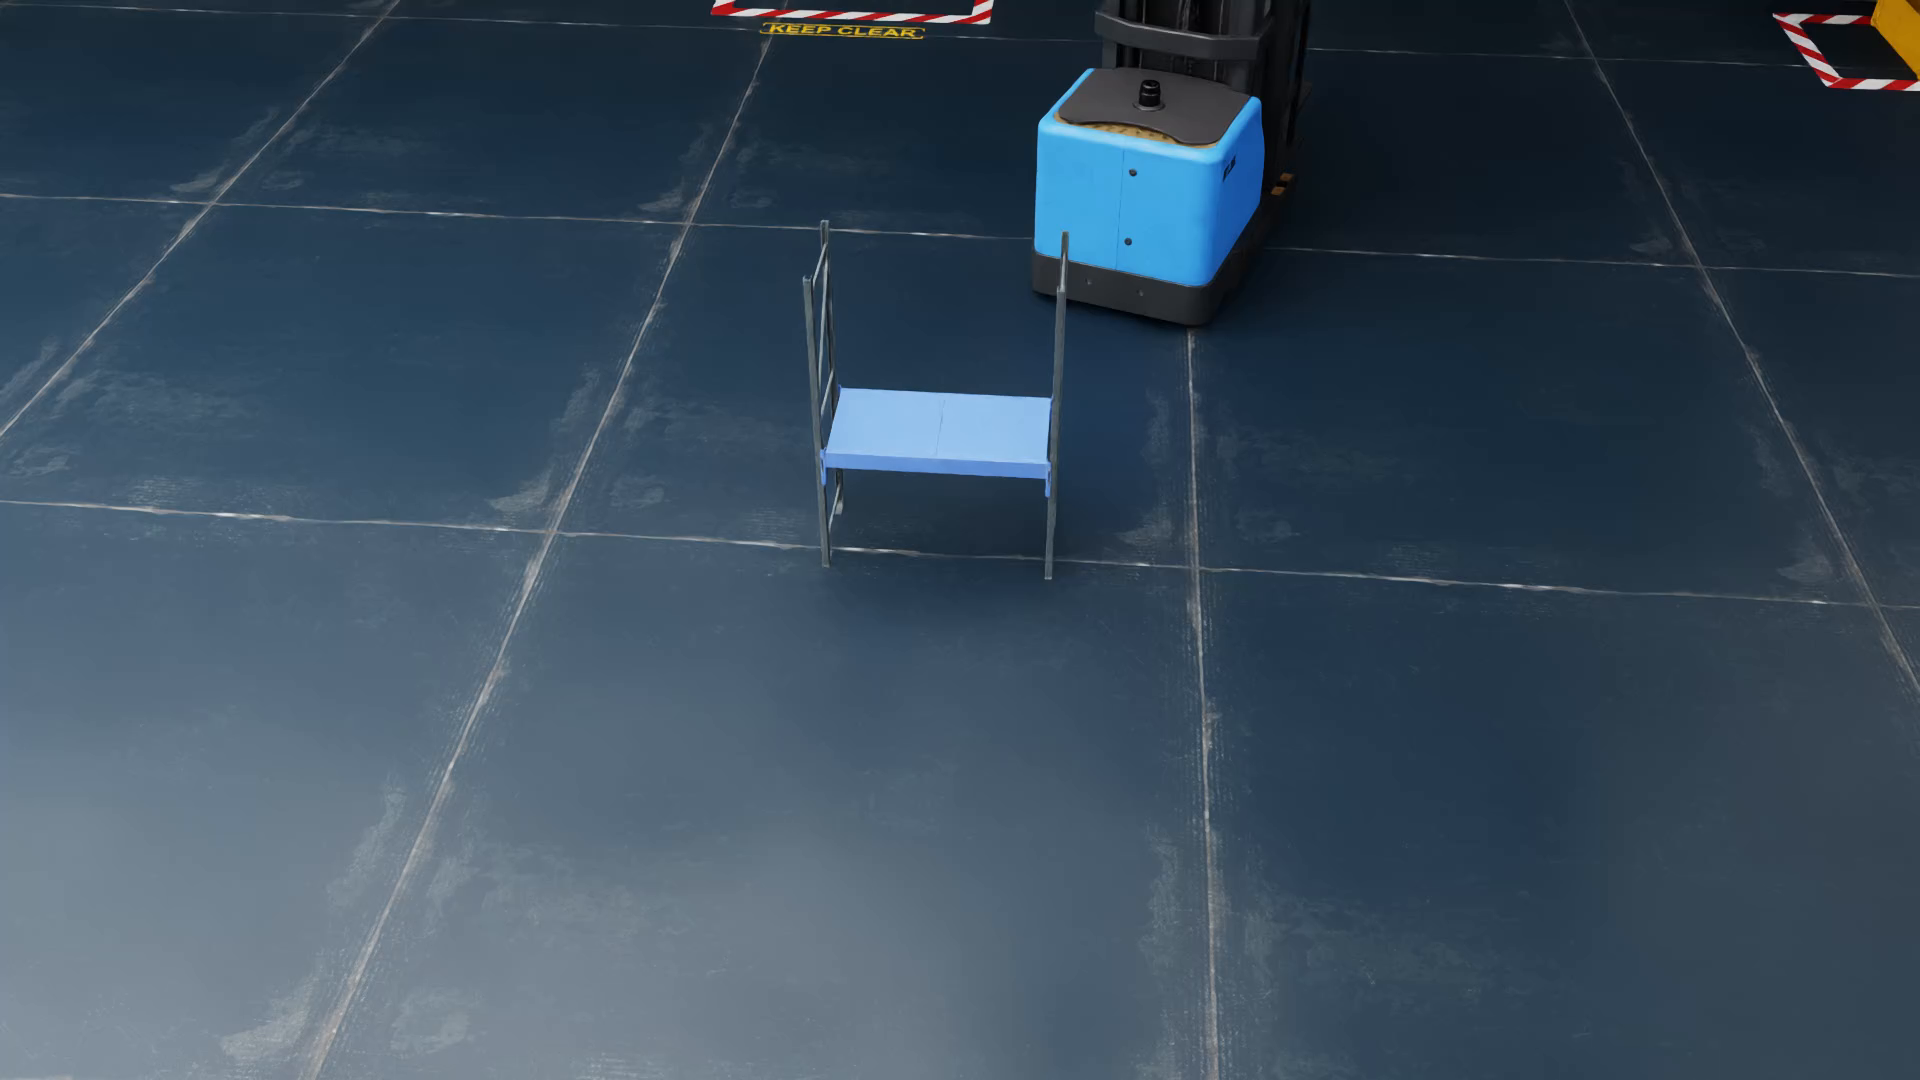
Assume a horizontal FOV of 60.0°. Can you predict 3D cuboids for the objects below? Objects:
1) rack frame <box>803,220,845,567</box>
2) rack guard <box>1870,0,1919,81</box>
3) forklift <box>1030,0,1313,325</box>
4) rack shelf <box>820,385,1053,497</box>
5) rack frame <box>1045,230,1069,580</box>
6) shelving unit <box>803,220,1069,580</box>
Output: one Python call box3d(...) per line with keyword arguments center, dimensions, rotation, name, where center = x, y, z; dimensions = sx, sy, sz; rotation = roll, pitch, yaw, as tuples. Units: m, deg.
box3d(center=(-0.591, -0.614, 7.316), dimensions=(0.032, 1.500, 0.500), rotation=(3, 39, 4), name="rack frame")
box3d(center=(6.986, -3.748, 11.959), dimensions=(0.348, 0.500, 1.175), rotation=(3, 39, 4), name="rack guard")
box3d(center=(1.451, -3.238, 9.406), dimensions=(1.130, 2.935, 3.031), rotation=(15, 42, 18), name="forklift")
box3d(center=(-0.085, -0.447, 7.396), dimensions=(1.000, 0.185, 0.538), rotation=(3, 39, 4), name="rack shelf")
box3d(center=(0.421, -0.559, 7.248), dimensions=(0.032, 1.500, 0.500), rotation=(3, 39, 4), name="rack frame")
box3d(center=(-0.085, -0.586, 7.282), dimensions=(1.048, 1.500, 0.538), rotation=(3, 39, 4), name="shelving unit")
